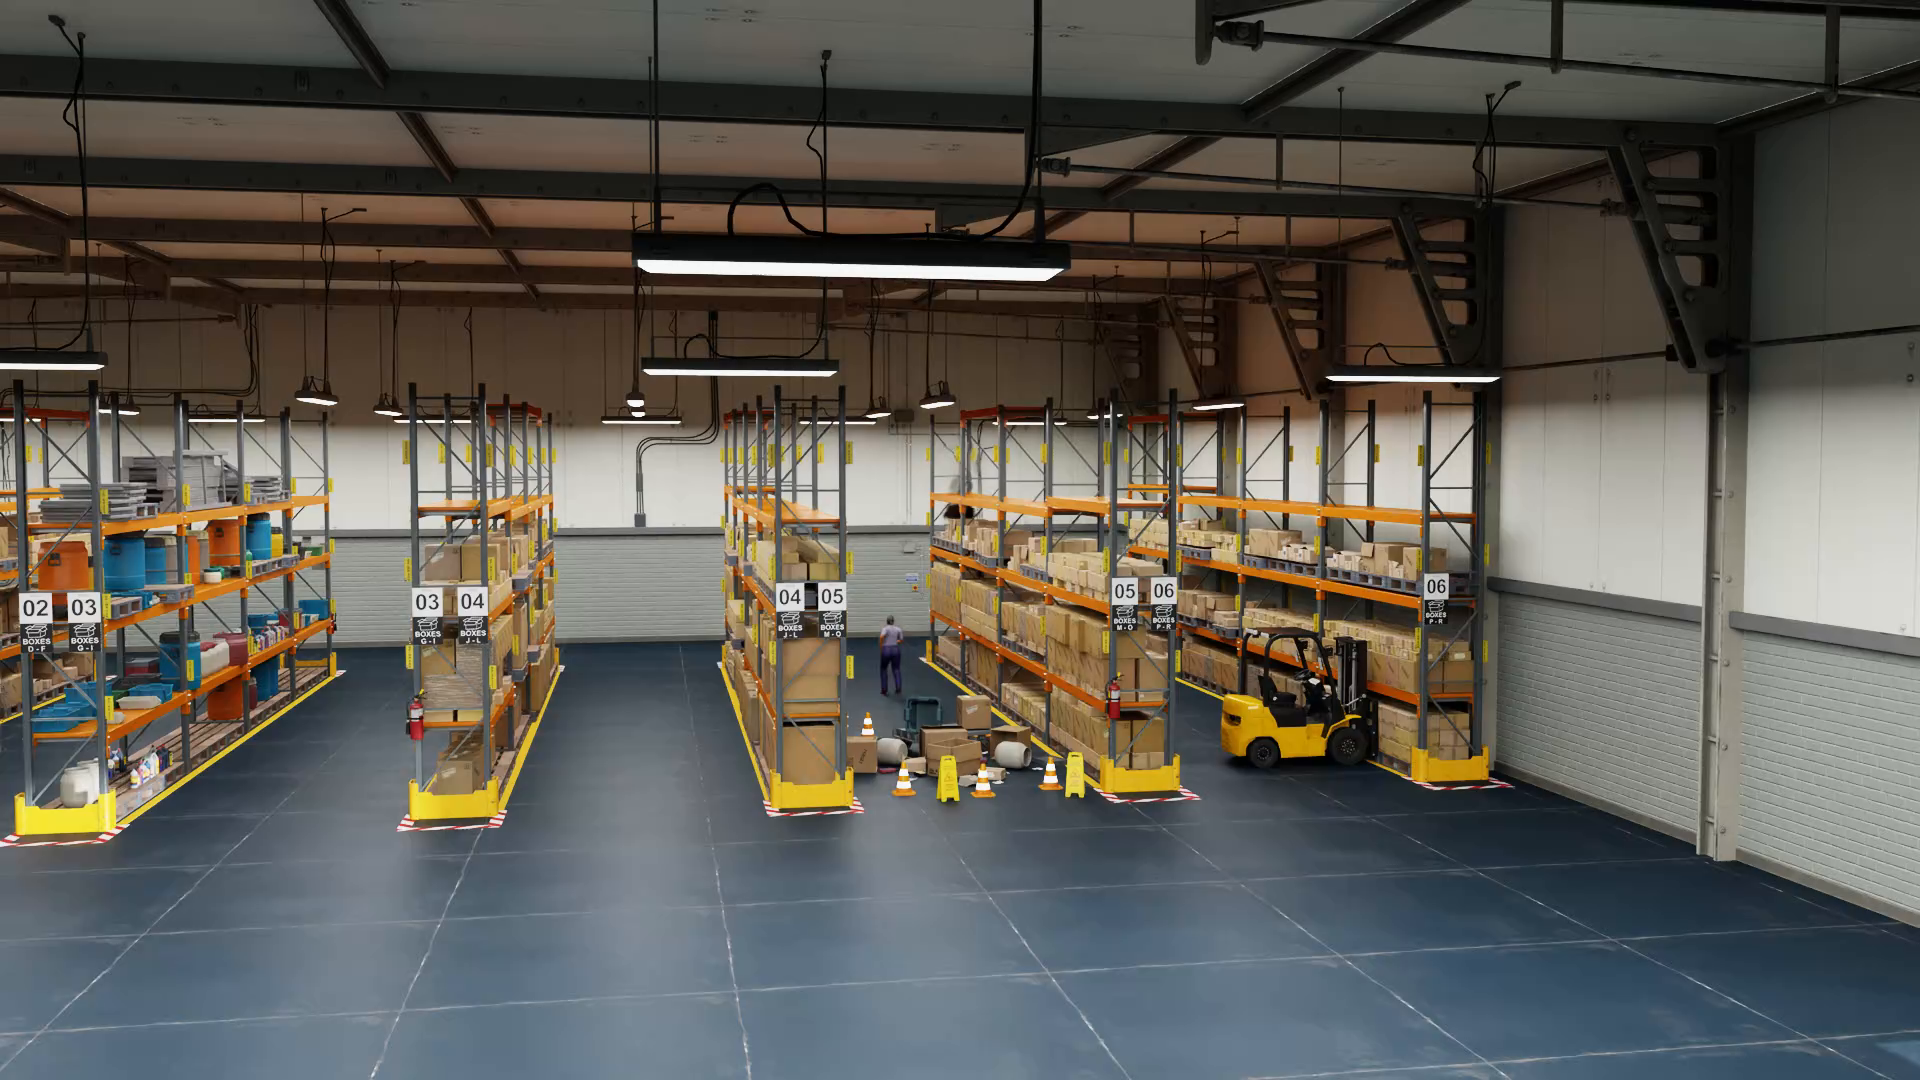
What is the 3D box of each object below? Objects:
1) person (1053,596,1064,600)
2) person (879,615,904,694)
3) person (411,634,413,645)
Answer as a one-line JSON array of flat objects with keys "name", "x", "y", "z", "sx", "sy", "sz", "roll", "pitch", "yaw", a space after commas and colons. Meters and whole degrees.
[{"name": "person", "x": 2.274, "y": 1.868, "z": 39.079, "sx": 0.571, "sy": 1.743, "sz": 0.794, "roll": -1, "pitch": 3, "yaw": -27}, {"name": "person", "x": -1.436, "y": 2.431, "z": 34.652, "sx": 0.614, "sy": 1.715, "sz": 0.802, "roll": -1, "pitch": 3, "yaw": -20}, {"name": "person", "x": -11.130, "y": 2.465, "z": 34.842, "sx": 0.684, "sy": 1.543, "sz": 0.867, "roll": -1, "pitch": 3, "yaw": -27}]
